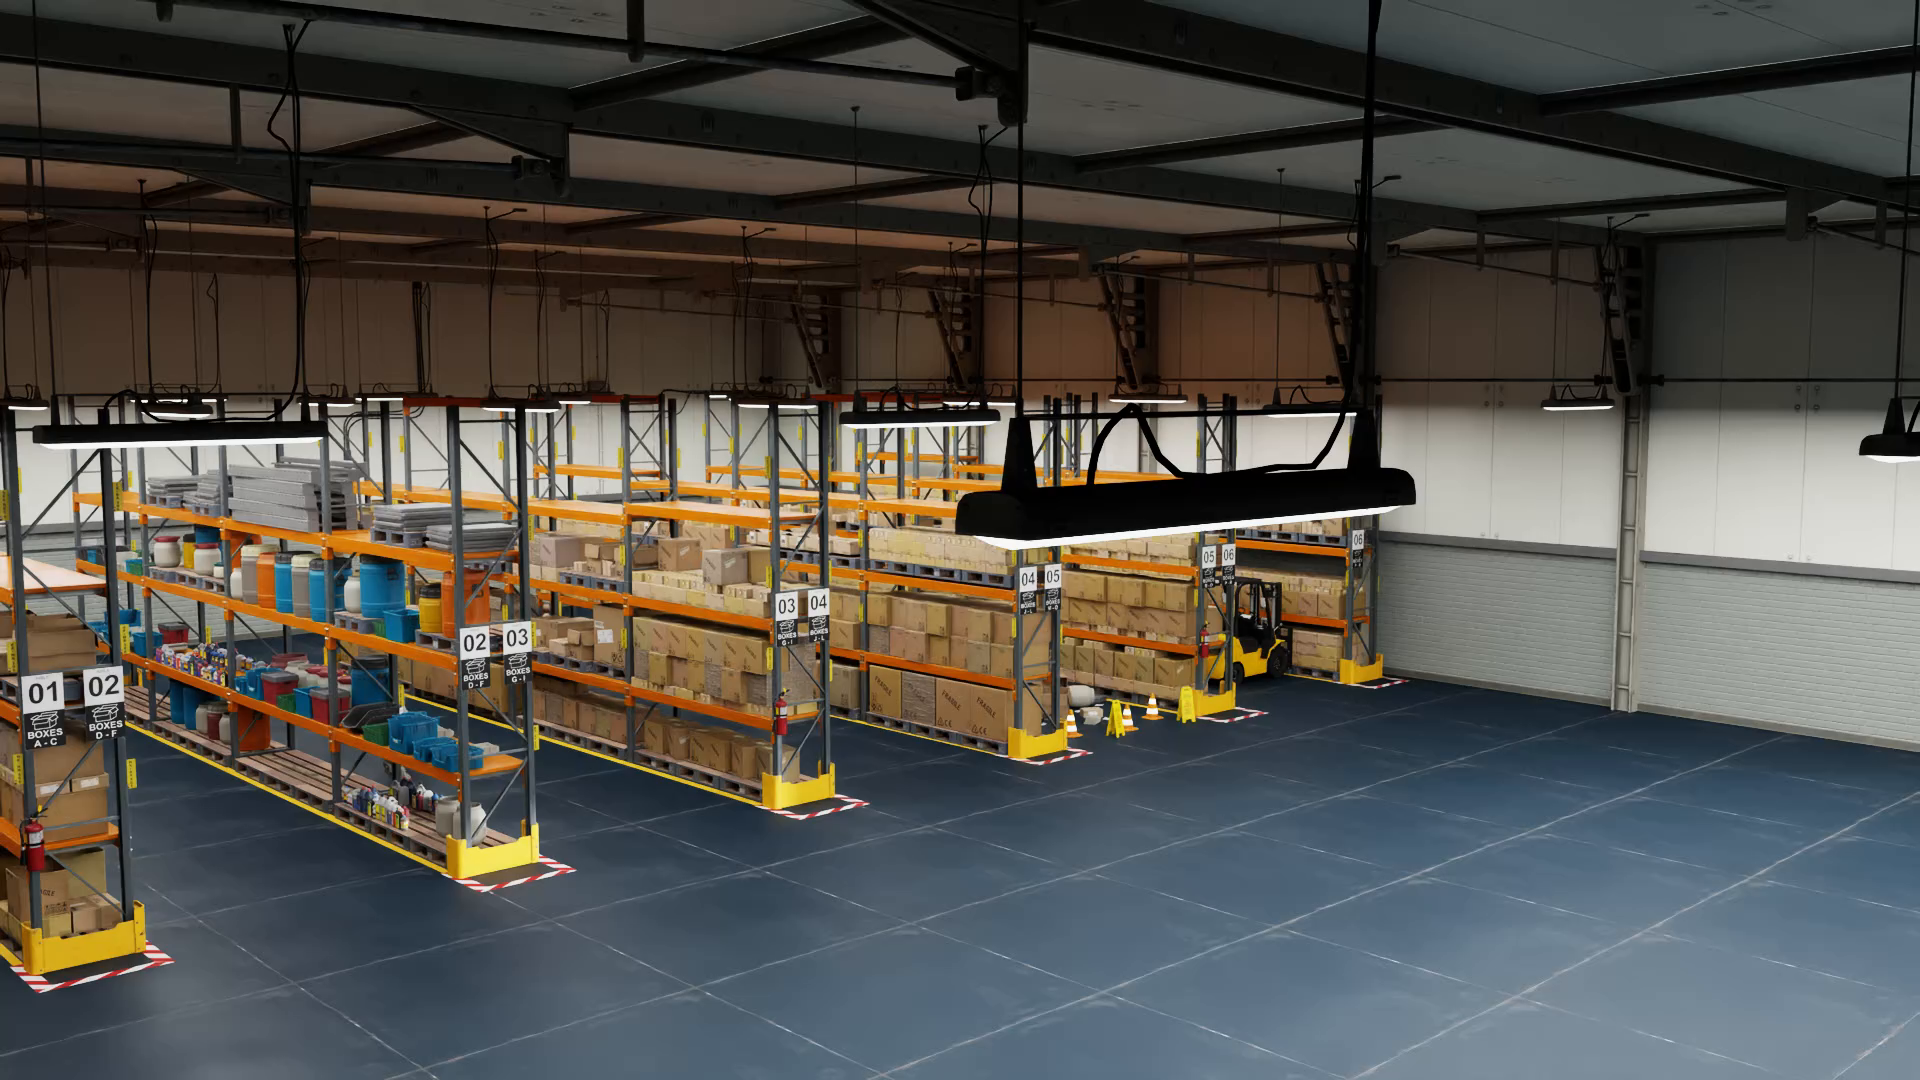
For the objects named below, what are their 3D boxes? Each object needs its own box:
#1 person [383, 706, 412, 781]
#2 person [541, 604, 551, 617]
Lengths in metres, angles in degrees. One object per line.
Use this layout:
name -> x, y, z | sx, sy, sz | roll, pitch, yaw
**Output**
person -> -8.972, 2.914, 26.507 | 0.768, 1.772, 0.571 | 2, 6, 22
person -> -8.345, 2.194, 33.819 | 0.631, 1.752, 0.703 | -5, 7, -42
